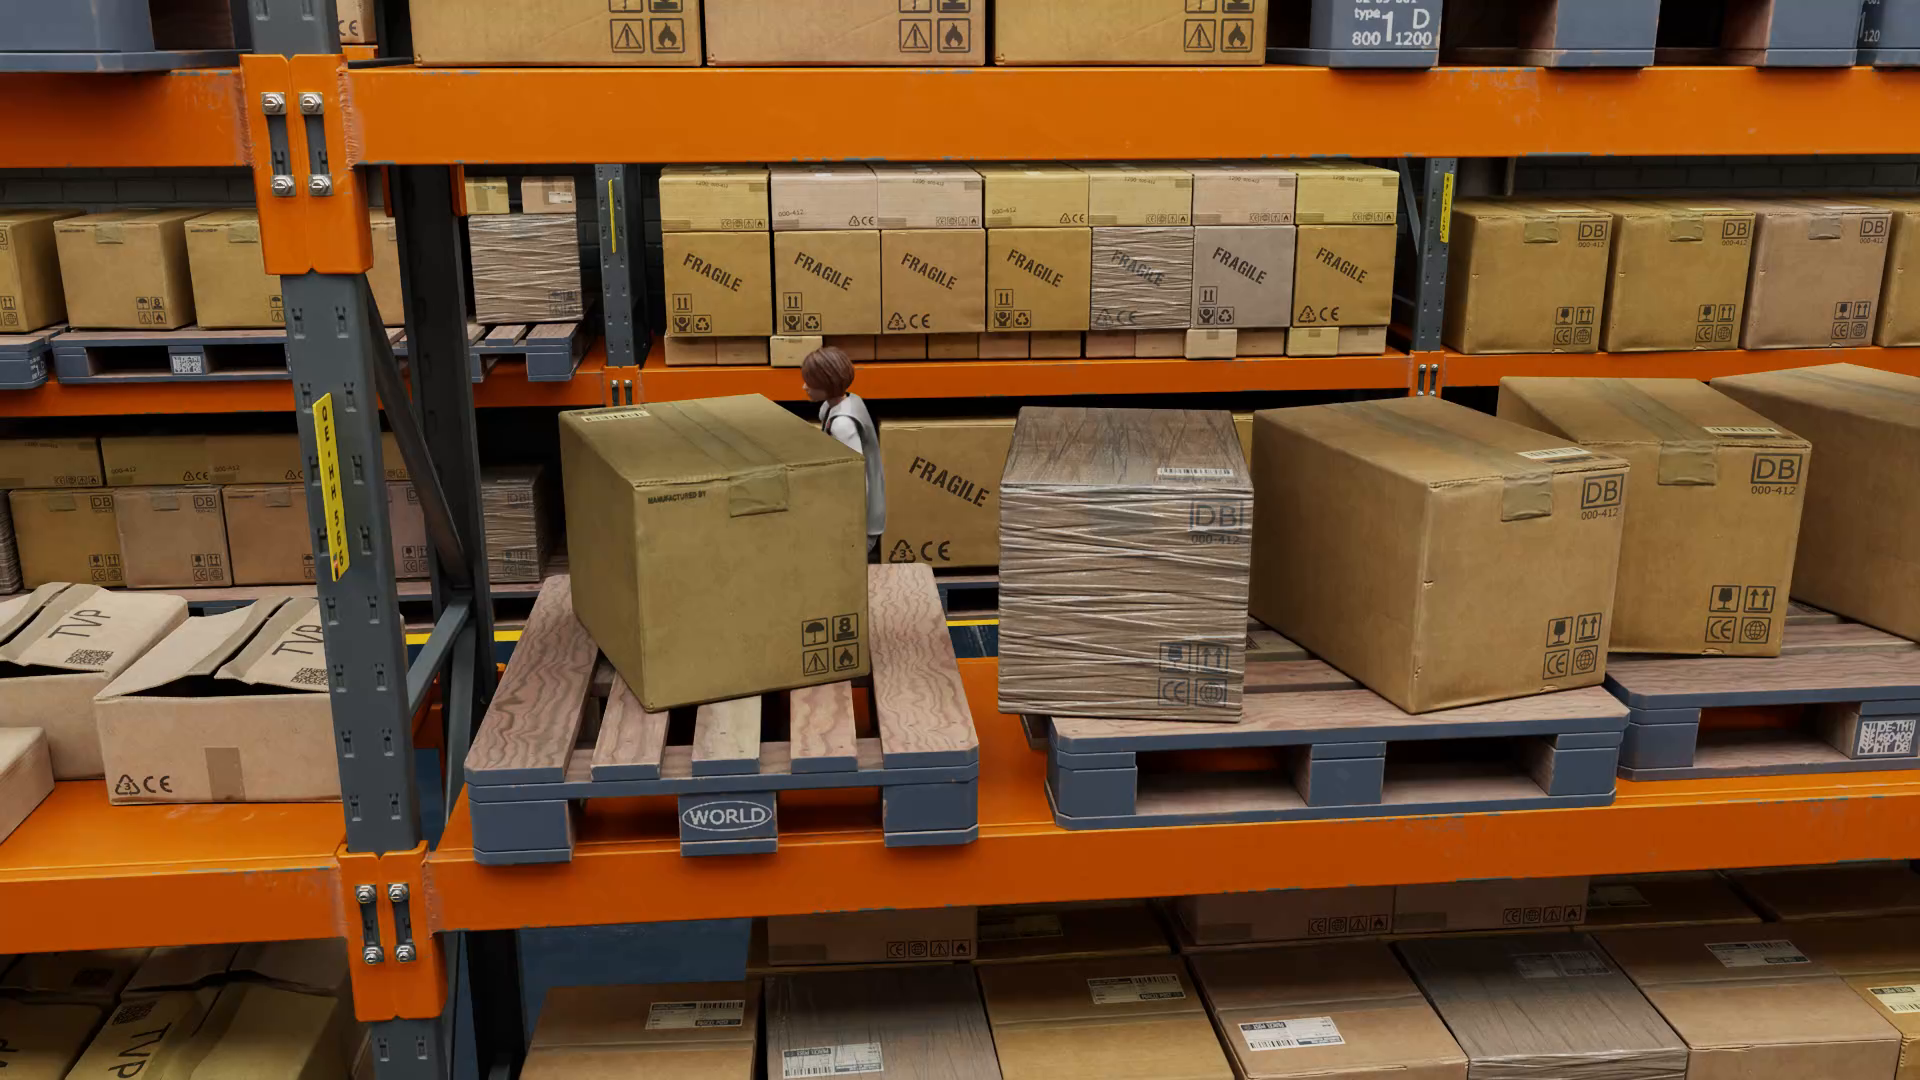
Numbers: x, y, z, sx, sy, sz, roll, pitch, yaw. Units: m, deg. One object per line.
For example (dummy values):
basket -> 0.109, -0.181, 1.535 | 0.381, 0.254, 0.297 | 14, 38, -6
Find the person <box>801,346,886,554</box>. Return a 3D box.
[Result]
person -> -0.516, -0.053, 7.257 | 0.376, 1.580, 0.468 | -2, 17, -8
